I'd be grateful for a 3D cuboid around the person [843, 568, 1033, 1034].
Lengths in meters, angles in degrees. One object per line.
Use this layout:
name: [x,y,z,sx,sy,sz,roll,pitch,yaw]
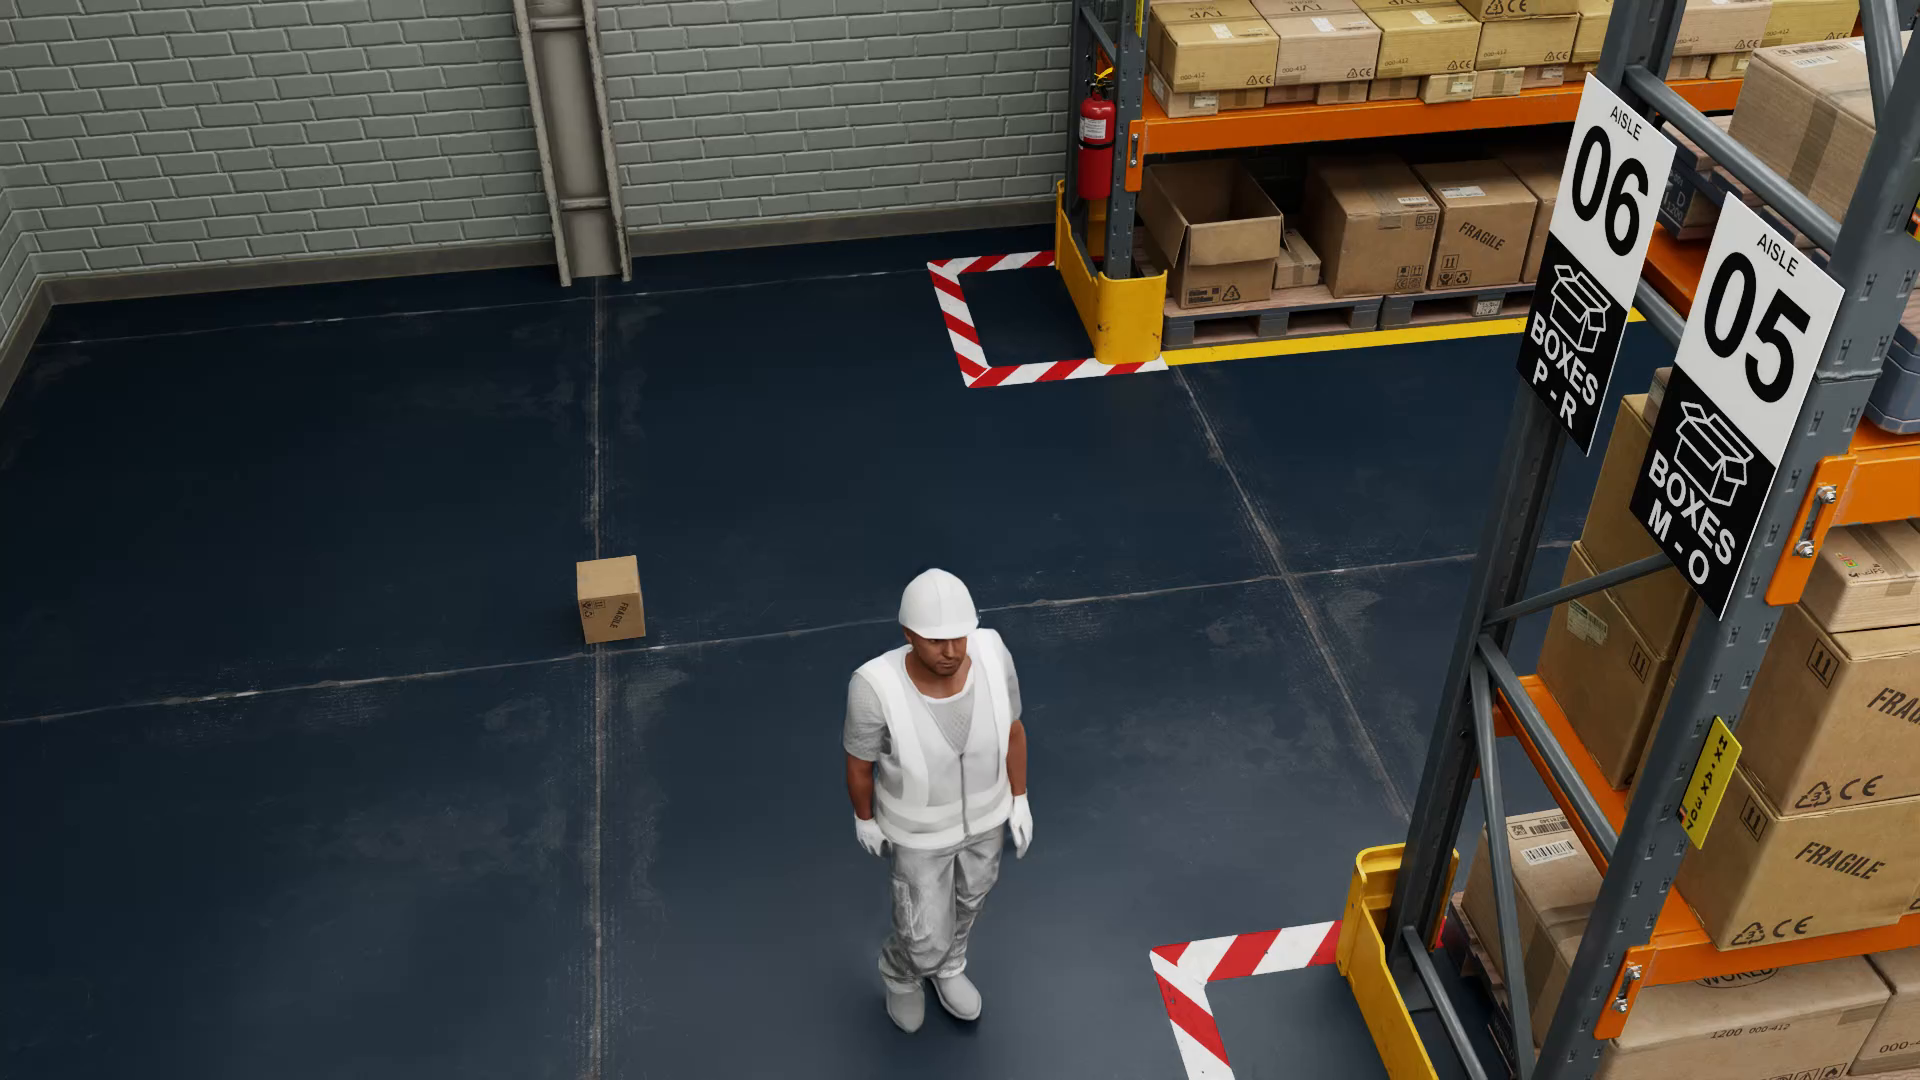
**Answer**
person: [-0.028,0.866,5.027,0.544,1.814,0.454,-18,42,-21]
